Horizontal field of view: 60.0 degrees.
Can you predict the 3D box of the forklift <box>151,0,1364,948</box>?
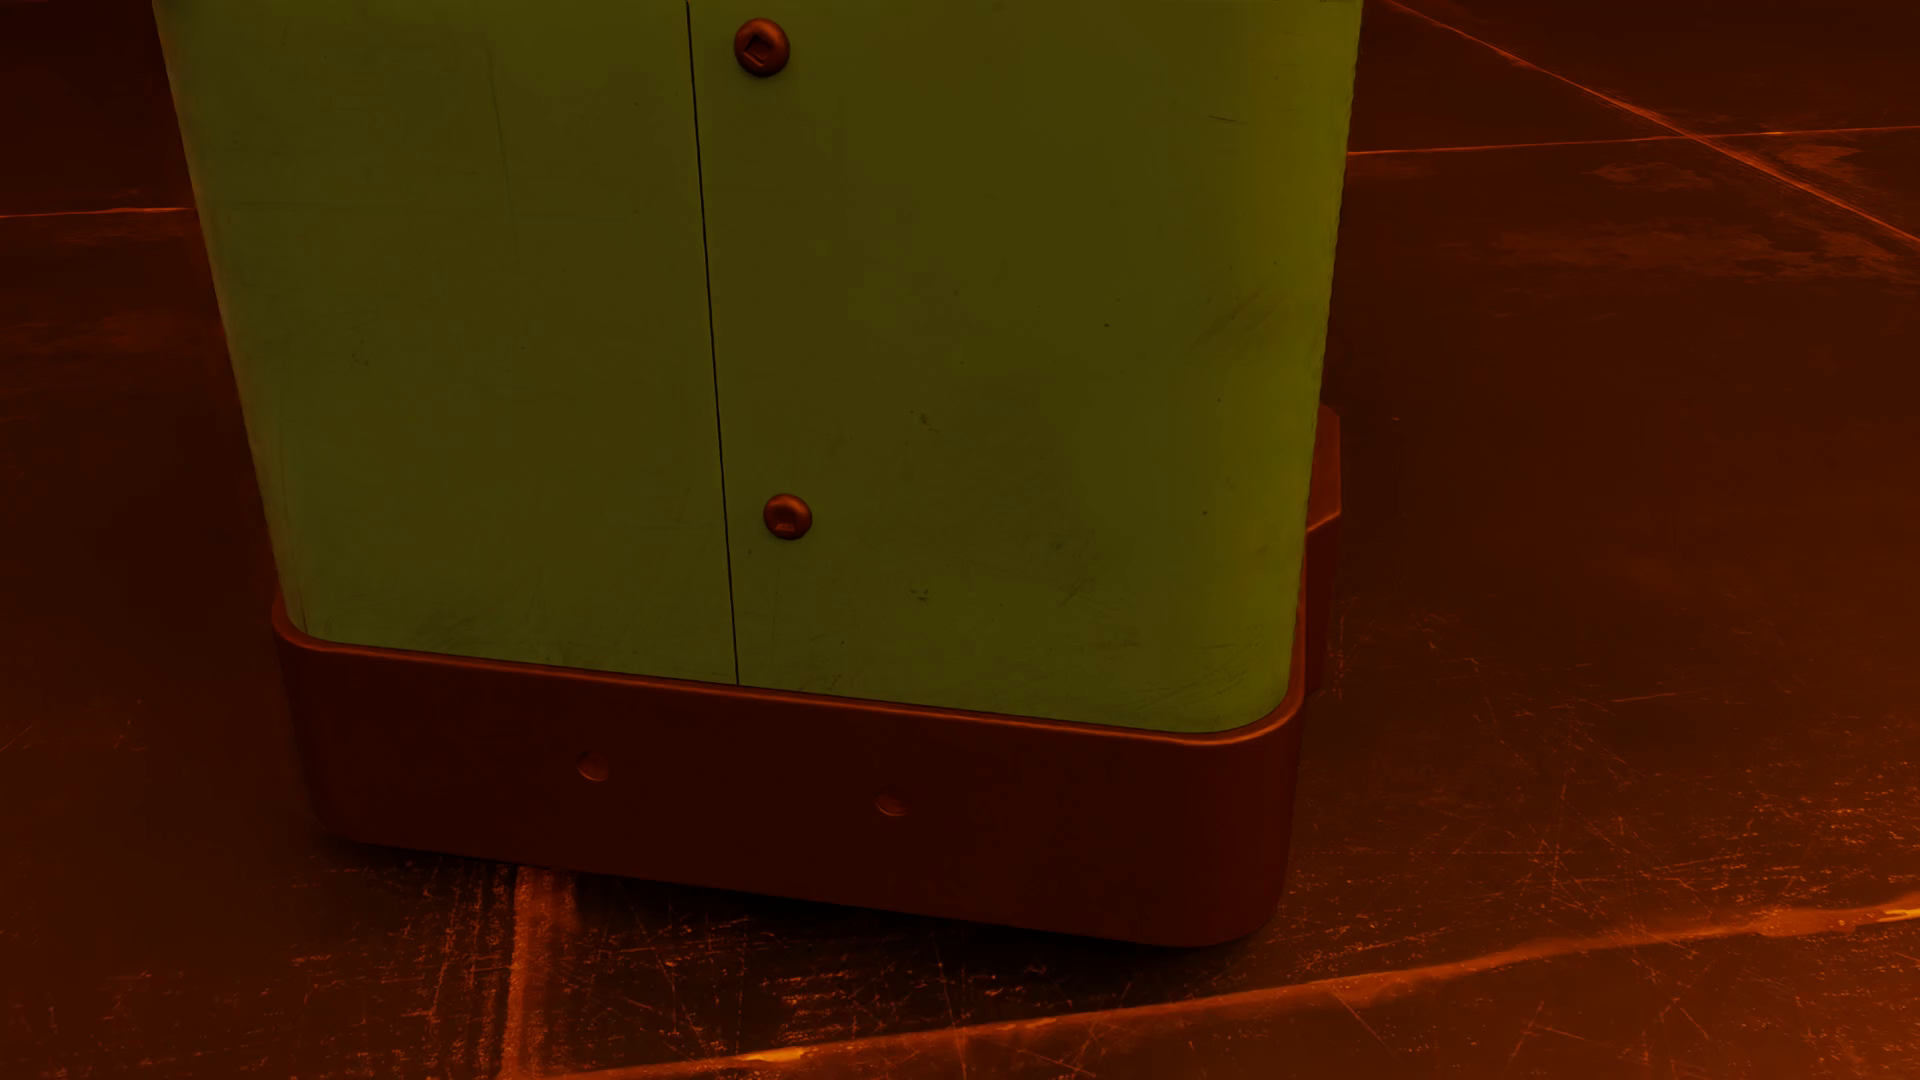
[{"bbox_3d":[0.074,-1.572,2.335,1.130,2.935,3.031,5,28,10],"label":"forklift"}]
